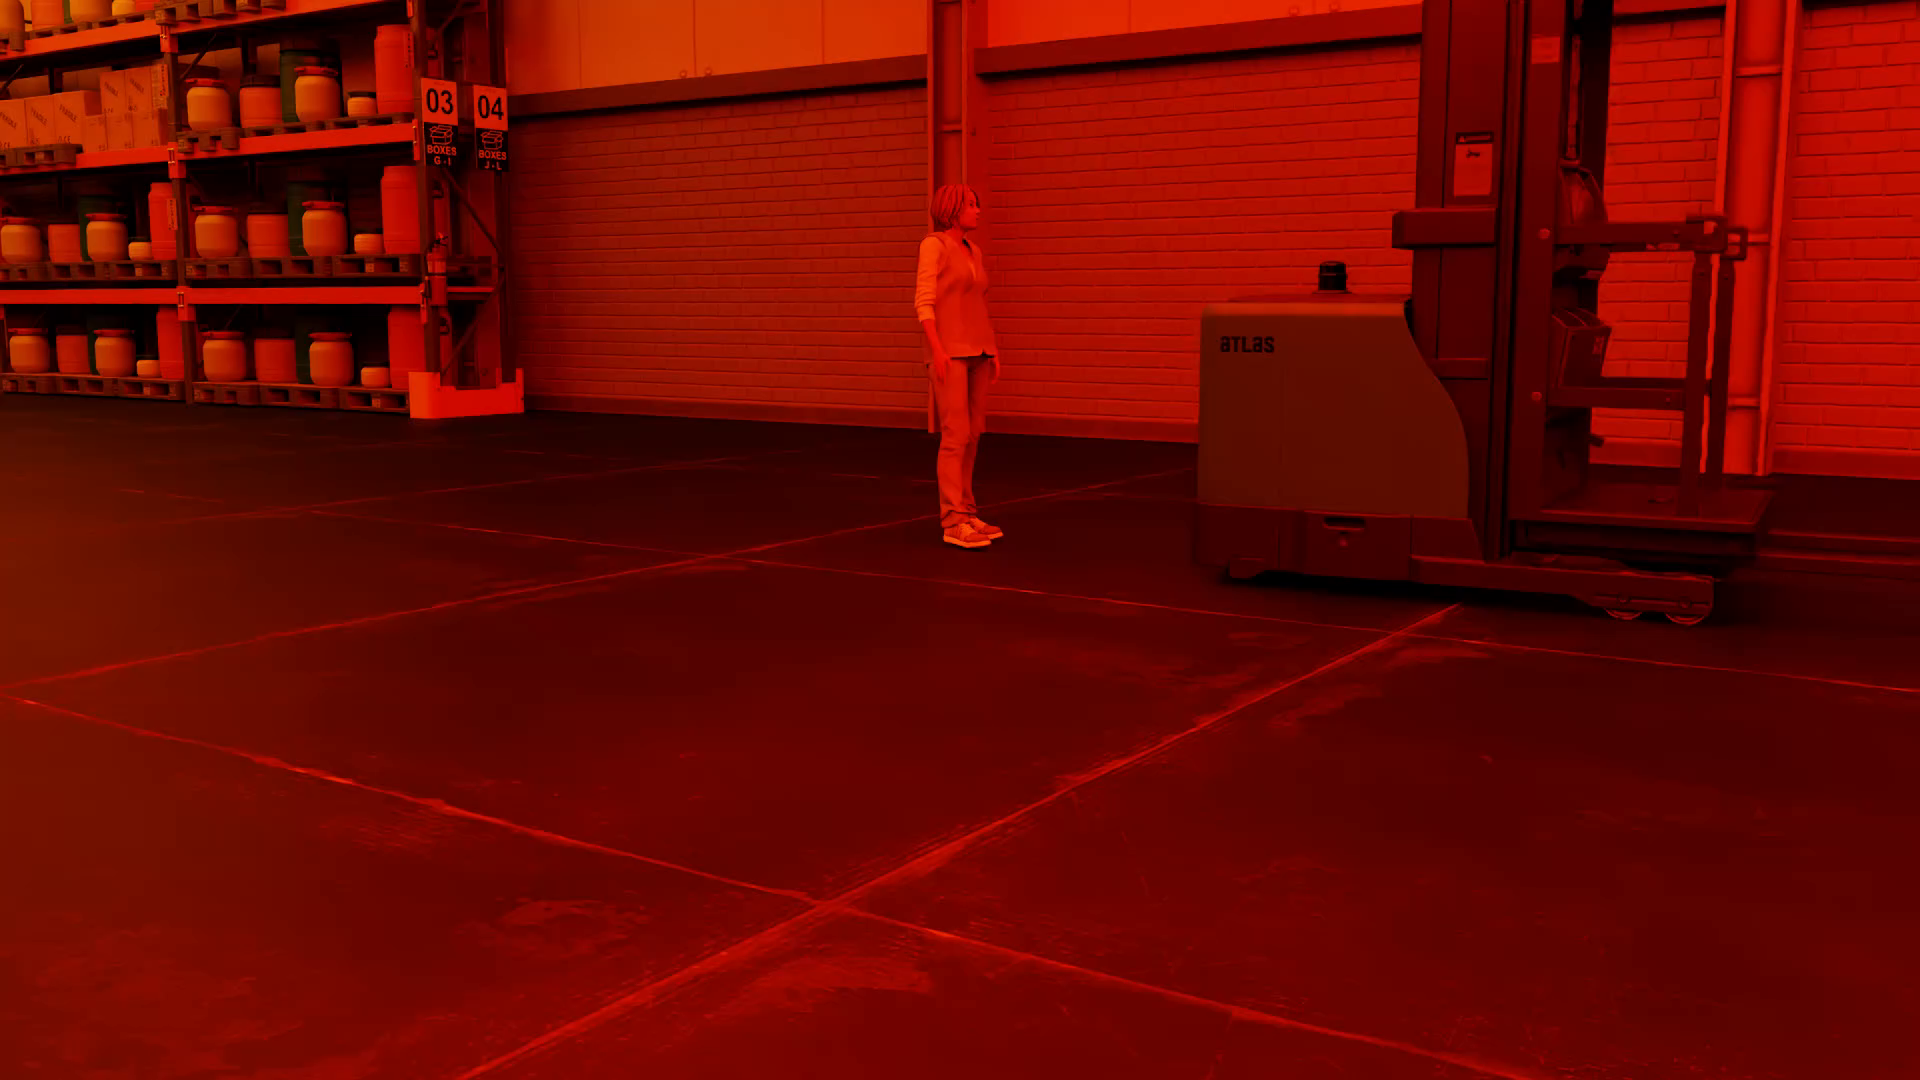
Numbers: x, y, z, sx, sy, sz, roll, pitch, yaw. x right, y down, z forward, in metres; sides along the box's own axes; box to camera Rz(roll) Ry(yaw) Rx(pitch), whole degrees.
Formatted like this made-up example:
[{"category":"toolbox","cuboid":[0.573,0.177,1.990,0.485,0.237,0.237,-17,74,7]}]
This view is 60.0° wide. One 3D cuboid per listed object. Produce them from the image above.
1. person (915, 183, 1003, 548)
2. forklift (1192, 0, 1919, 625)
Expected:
[{"category":"person","cuboid":[0.054,-0.791,7.437,0.473,1.599,0.520,5,10,34]},{"category":"forklift","cuboid":[2.448,-1.250,5.984,3.031,2.935,1.130,4,9,28]}]
